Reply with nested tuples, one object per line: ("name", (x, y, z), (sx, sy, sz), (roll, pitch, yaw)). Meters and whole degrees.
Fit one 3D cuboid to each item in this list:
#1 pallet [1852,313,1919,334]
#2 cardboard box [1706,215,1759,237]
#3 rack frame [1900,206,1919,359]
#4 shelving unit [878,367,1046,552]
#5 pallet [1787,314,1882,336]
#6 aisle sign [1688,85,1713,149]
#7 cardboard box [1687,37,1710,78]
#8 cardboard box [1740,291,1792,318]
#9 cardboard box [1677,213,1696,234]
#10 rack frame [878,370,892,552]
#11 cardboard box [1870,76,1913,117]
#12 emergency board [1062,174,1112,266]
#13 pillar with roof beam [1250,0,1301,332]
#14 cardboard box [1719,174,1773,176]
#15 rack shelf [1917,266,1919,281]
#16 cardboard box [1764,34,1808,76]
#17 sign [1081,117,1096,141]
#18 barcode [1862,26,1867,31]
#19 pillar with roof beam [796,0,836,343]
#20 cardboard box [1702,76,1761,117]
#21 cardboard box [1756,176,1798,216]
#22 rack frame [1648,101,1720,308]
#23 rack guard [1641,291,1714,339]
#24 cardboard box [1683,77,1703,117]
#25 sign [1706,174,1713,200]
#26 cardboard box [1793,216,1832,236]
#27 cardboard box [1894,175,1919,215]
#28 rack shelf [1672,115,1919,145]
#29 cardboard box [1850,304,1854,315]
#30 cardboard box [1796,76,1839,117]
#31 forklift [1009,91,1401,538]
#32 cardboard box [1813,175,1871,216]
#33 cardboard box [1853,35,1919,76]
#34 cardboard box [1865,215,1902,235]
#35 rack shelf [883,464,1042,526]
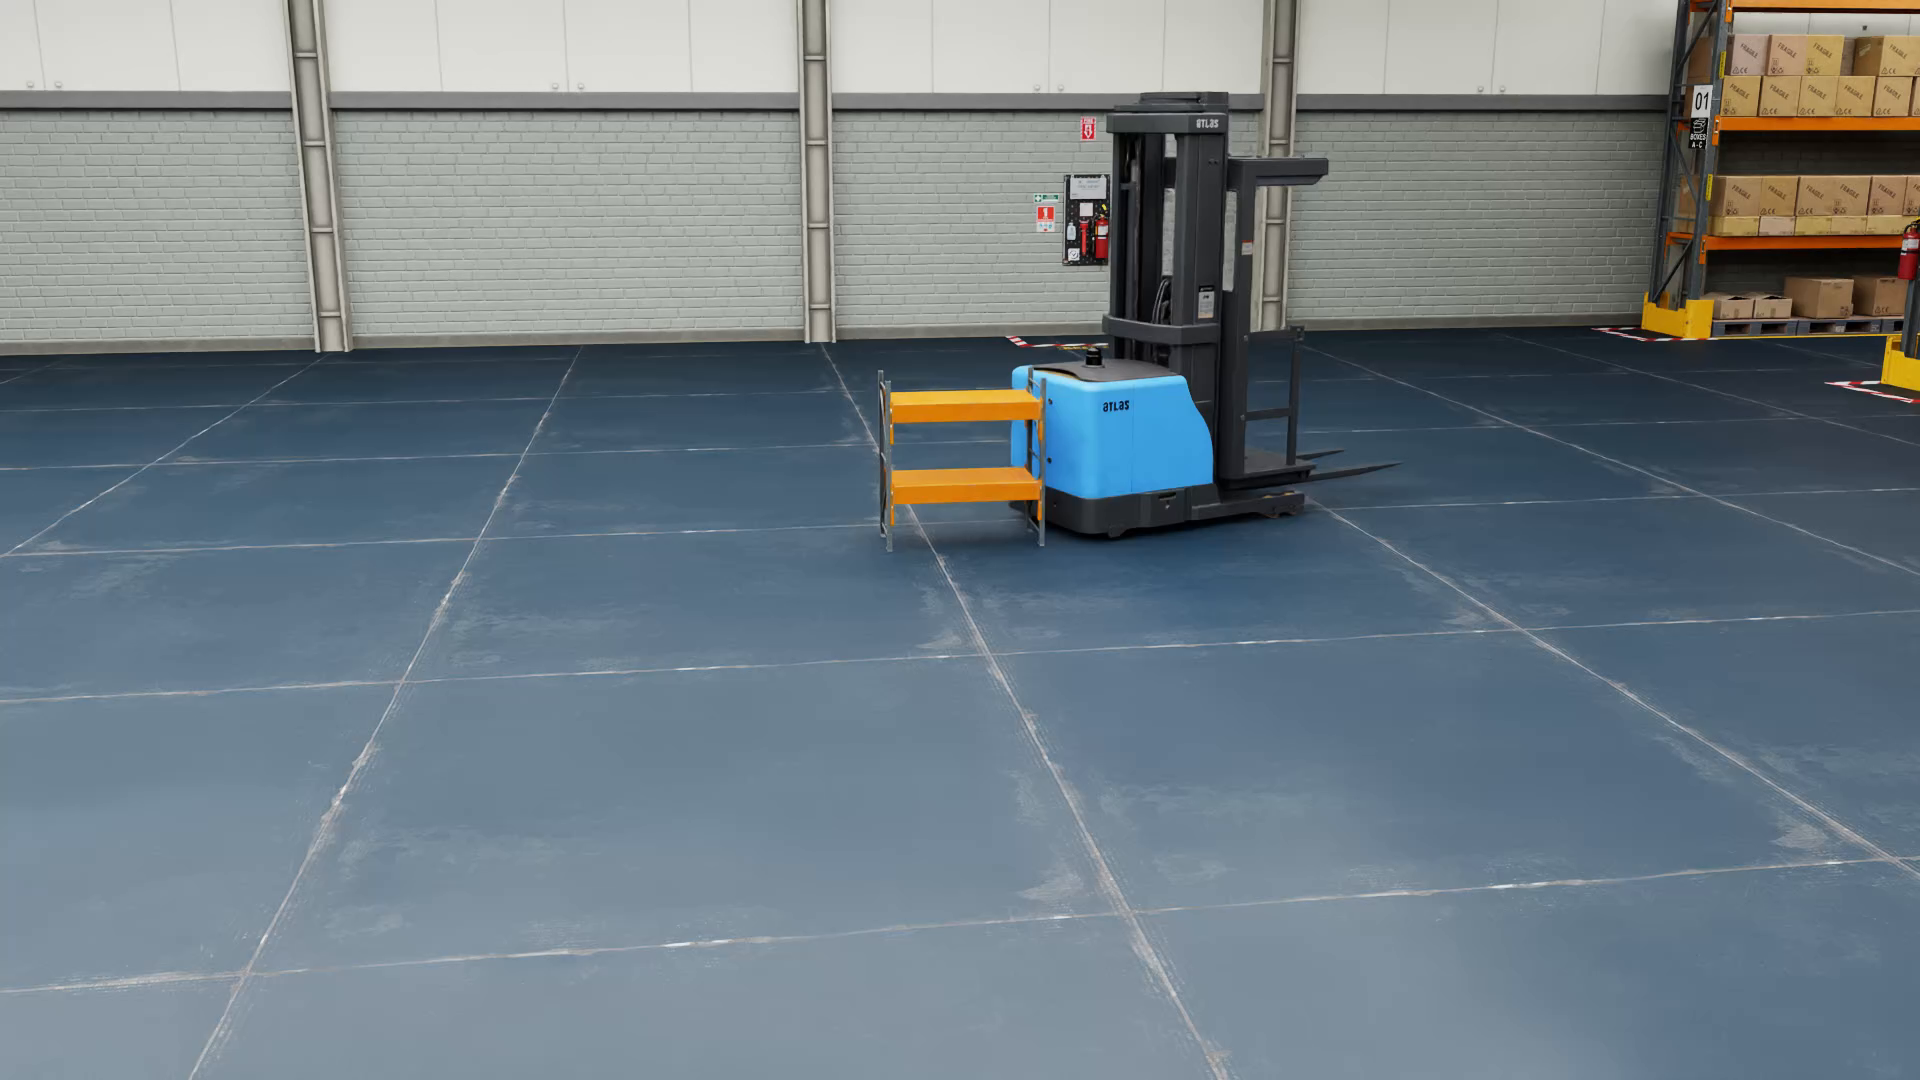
("pallet", (12.793, -2.981, 22.676), (1.213, 0.211, 1.003), (-2, 14, -8))
("cardboard box", (10.027, -4.100, 21.671), (0.500, 0.250, 0.500), (-3, 14, -10))
("rack frame", (10.238, -3.030, 17.139), (0.127, 3.000, 1.000), (-2, 14, -8))
("shelving unit", (0.007, -0.546, 11.086), (1.048, 1.125, 0.538), (-2, 14, -8))
("pallet", (11.584, -2.936, 22.496), (1.213, 0.211, 1.003), (-2, 14, -8))
("aisle sign", (9.470, -5.408, 21.275), (0.004, 0.787, 0.394), (-2, 14, -8))
("cardboard box", (9.884, -6.298, 21.701), (0.500, 0.500, 0.500), (-1, 14, -6))
("cardboard box", (10.758, -3.155, 22.259), (0.500, 0.311, 0.500), (-1, 14, -4))
("cardboard box", (9.930, -4.222, 22.159), (0.500, 0.250, 0.500), (-2, 14, -7))
("rack frame", (-0.496, -0.527, 11.013), (0.032, 1.125, 0.500), (-2, 14, -8))
("cardboard box", (11.945, -5.758, 21.600), (0.500, 0.500, 0.500), (-3, 14, -11))
("emergency board", (1.678, -4.157, 21.633), (0.643, 1.169, 0.194), (-2, 14, -8))
("pillar with roof beam", (4.768, -6.112, 17.094), (0.400, 9.000, 9.100), (-2, 14, -8))
("cardboard box", (10.430, -4.606, 22.149), (0.500, 0.500, 0.500), (-2, 14, -8))
("rack shelf", (12.216, -2.754, 17.515), (4.000, 0.370, 1.077), (-2, 14, -8))
("cardboard box", (10.417, -6.181, 21.235), (0.500, 0.500, 0.500), (-2, 14, -9))
("sign", (1.655, -5.305, 21.445), (0.199, 0.298, 0.001), (-2, 14, -8))
("barcode", (12.014, -6.796, 22.083), (0.075, 0.075, 0.001), (-2, 14, -8))
("pillar with roof beam", (-1.165, -5.895, 16.227), (0.400, 9.000, 9.100), (-2, 14, -8))
("cardboard box", (9.865, -5.687, 21.318), (0.500, 0.500, 0.500), (-2, 14, -7))
("cardboard box", (10.504, -4.483, 21.656), (0.500, 0.500, 0.500), (-2, 14, -8))
("rack frame", (9.497, -4.222, 21.889), (0.127, 3.000, 1.000), (-2, 14, -8))
("rack guard", (9.572, -3.012, 22.204), (0.348, 0.500, 1.175), (-2, 14, -8))
("cardboard box", (9.872, -5.811, 21.813), (0.500, 0.500, 0.500), (-1, 14, -4))
("sign", (9.578, -4.511, 21.264), (0.005, 0.325, 0.100), (-2, 14, -8))
("cardboard box", (11.042, -4.139, 21.828), (0.500, 0.250, 0.500), (-2, 14, -9))
("cardboard box", (12.538, -4.556, 21.949), (0.500, 0.500, 0.500), (-2, 14, -9))
("rack shelf", (11.474, -5.400, 21.901), (4.000, 0.370, 1.077), (-2, 14, -8))
("cardboard box", (11.868, -3.144, 22.549), (0.250, 0.149, 0.380), (-3, 14, -13))
("cardboard box", (10.914, -5.718, 21.441), (0.500, 0.500, 0.500), (-1, 14, -6))
("forklift", (1.883, -1.677, 11.884), (3.031, 2.935, 1.130), (-8, 16, -29))
("cardboard box", (11.524, -4.522, 21.811), (0.500, 0.500, 0.500), (-2, 14, -7))
("cardboard box", (11.942, -6.238, 21.459), (0.500, 0.500, 0.500), (-3, 14, -10))
("cardboard box", (12.040, -4.176, 21.972), (0.500, 0.250, 0.500), (-2, 14, -9))
("rack shelf", (0.007, -0.309, 11.145), (1.000, 0.278, 0.538), (-2, 14, -8))
